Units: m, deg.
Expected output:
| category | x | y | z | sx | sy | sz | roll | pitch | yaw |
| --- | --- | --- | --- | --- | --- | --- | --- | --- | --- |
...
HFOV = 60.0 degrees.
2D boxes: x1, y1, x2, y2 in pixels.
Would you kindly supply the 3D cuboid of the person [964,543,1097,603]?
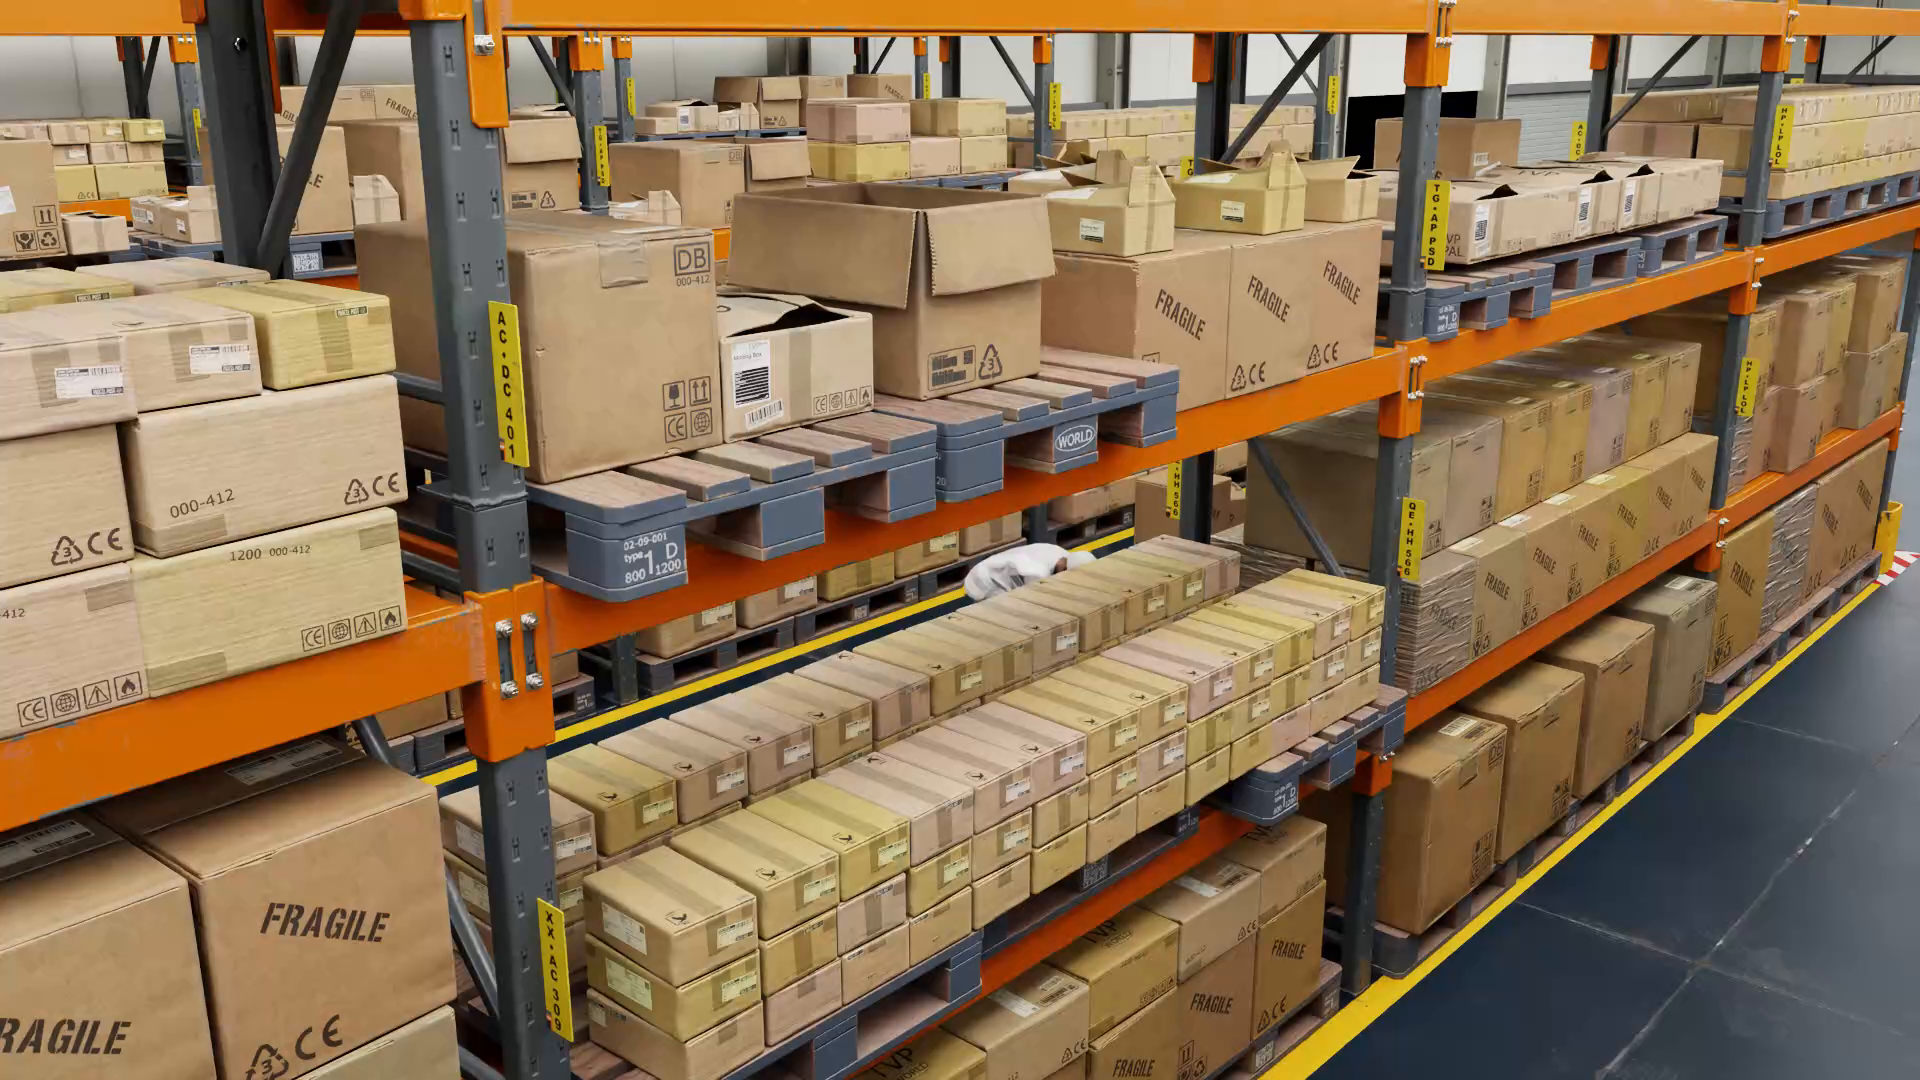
| category | x | y | z | sx | sy | sz | roll | pitch | yaw |
| --- | --- | --- | --- | --- | --- | --- | --- | --- | --- |
| person | 0.492 | 0.427 | 10.965 | 0.948 | 0.876 | 0.558 | 13 | 21 | 38 |
